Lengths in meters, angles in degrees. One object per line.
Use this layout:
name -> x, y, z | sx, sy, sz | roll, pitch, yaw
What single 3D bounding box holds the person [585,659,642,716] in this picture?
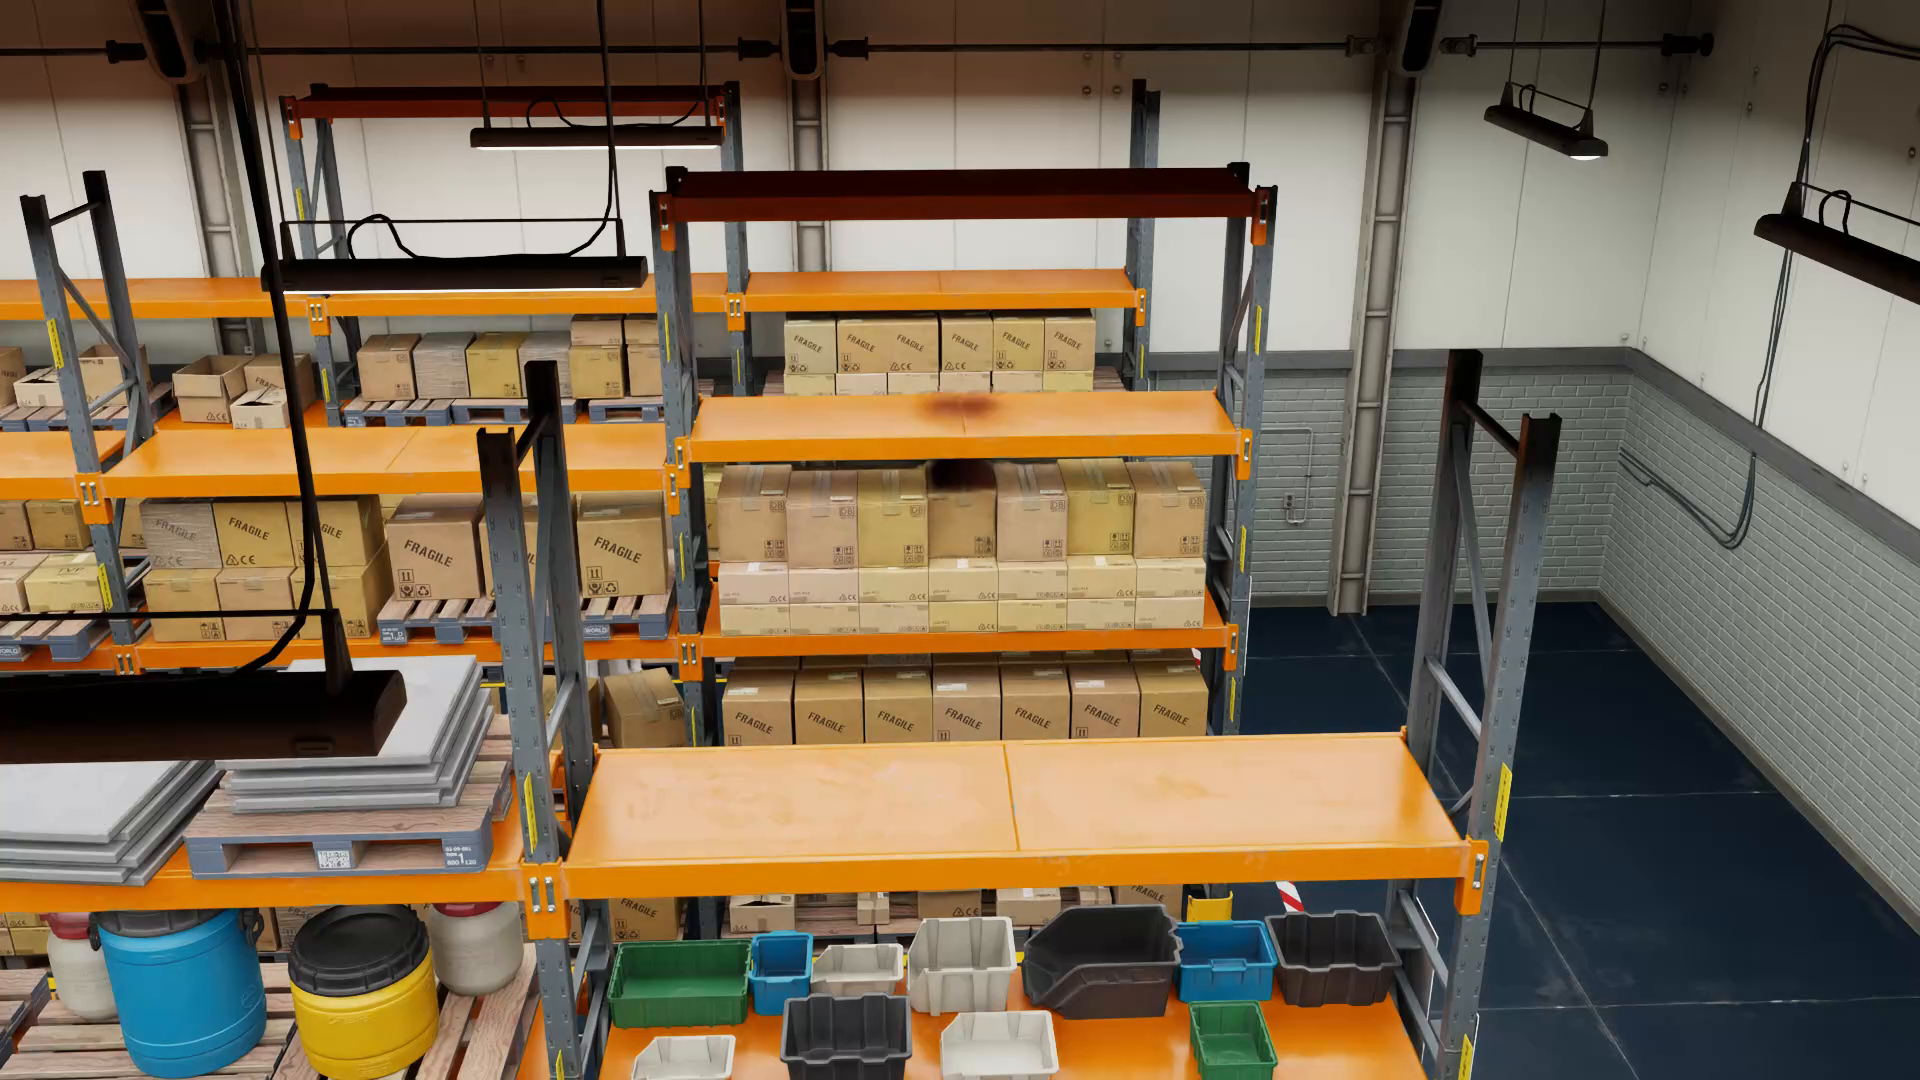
person -> -3.234, 1.407, 15.414 | 0.617, 1.826, 0.487 | 5, 23, 12
